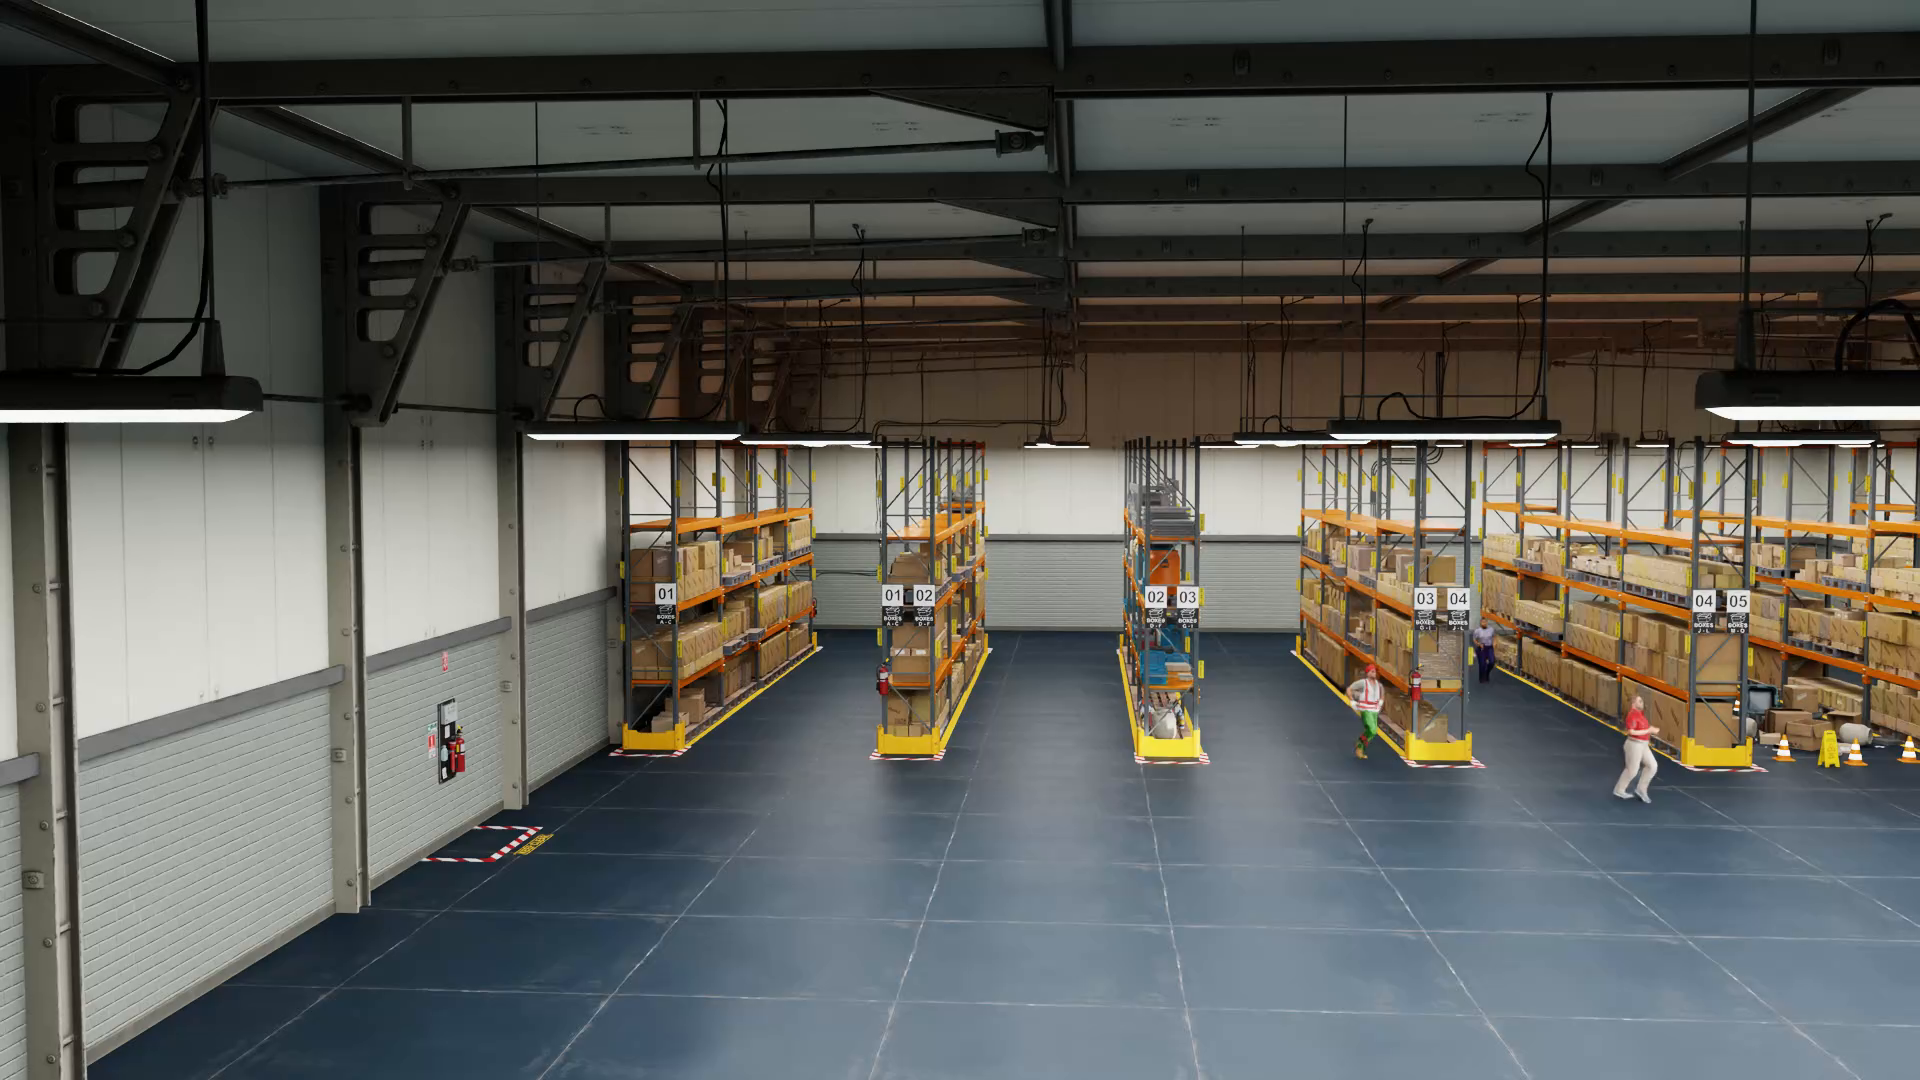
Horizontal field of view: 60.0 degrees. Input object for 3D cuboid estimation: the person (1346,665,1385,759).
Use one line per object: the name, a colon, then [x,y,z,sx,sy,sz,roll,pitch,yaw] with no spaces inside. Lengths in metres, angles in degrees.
person: [7.621,3.192,30.913,0.688,1.735,0.586,-2,3,-28]

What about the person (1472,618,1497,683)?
person: [12.938,2.728,40.936,0.618,1.605,0.588,0,3,8]

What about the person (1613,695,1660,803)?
person: [11.059,3.421,27.117,0.727,1.781,0.640,3,4,41]
